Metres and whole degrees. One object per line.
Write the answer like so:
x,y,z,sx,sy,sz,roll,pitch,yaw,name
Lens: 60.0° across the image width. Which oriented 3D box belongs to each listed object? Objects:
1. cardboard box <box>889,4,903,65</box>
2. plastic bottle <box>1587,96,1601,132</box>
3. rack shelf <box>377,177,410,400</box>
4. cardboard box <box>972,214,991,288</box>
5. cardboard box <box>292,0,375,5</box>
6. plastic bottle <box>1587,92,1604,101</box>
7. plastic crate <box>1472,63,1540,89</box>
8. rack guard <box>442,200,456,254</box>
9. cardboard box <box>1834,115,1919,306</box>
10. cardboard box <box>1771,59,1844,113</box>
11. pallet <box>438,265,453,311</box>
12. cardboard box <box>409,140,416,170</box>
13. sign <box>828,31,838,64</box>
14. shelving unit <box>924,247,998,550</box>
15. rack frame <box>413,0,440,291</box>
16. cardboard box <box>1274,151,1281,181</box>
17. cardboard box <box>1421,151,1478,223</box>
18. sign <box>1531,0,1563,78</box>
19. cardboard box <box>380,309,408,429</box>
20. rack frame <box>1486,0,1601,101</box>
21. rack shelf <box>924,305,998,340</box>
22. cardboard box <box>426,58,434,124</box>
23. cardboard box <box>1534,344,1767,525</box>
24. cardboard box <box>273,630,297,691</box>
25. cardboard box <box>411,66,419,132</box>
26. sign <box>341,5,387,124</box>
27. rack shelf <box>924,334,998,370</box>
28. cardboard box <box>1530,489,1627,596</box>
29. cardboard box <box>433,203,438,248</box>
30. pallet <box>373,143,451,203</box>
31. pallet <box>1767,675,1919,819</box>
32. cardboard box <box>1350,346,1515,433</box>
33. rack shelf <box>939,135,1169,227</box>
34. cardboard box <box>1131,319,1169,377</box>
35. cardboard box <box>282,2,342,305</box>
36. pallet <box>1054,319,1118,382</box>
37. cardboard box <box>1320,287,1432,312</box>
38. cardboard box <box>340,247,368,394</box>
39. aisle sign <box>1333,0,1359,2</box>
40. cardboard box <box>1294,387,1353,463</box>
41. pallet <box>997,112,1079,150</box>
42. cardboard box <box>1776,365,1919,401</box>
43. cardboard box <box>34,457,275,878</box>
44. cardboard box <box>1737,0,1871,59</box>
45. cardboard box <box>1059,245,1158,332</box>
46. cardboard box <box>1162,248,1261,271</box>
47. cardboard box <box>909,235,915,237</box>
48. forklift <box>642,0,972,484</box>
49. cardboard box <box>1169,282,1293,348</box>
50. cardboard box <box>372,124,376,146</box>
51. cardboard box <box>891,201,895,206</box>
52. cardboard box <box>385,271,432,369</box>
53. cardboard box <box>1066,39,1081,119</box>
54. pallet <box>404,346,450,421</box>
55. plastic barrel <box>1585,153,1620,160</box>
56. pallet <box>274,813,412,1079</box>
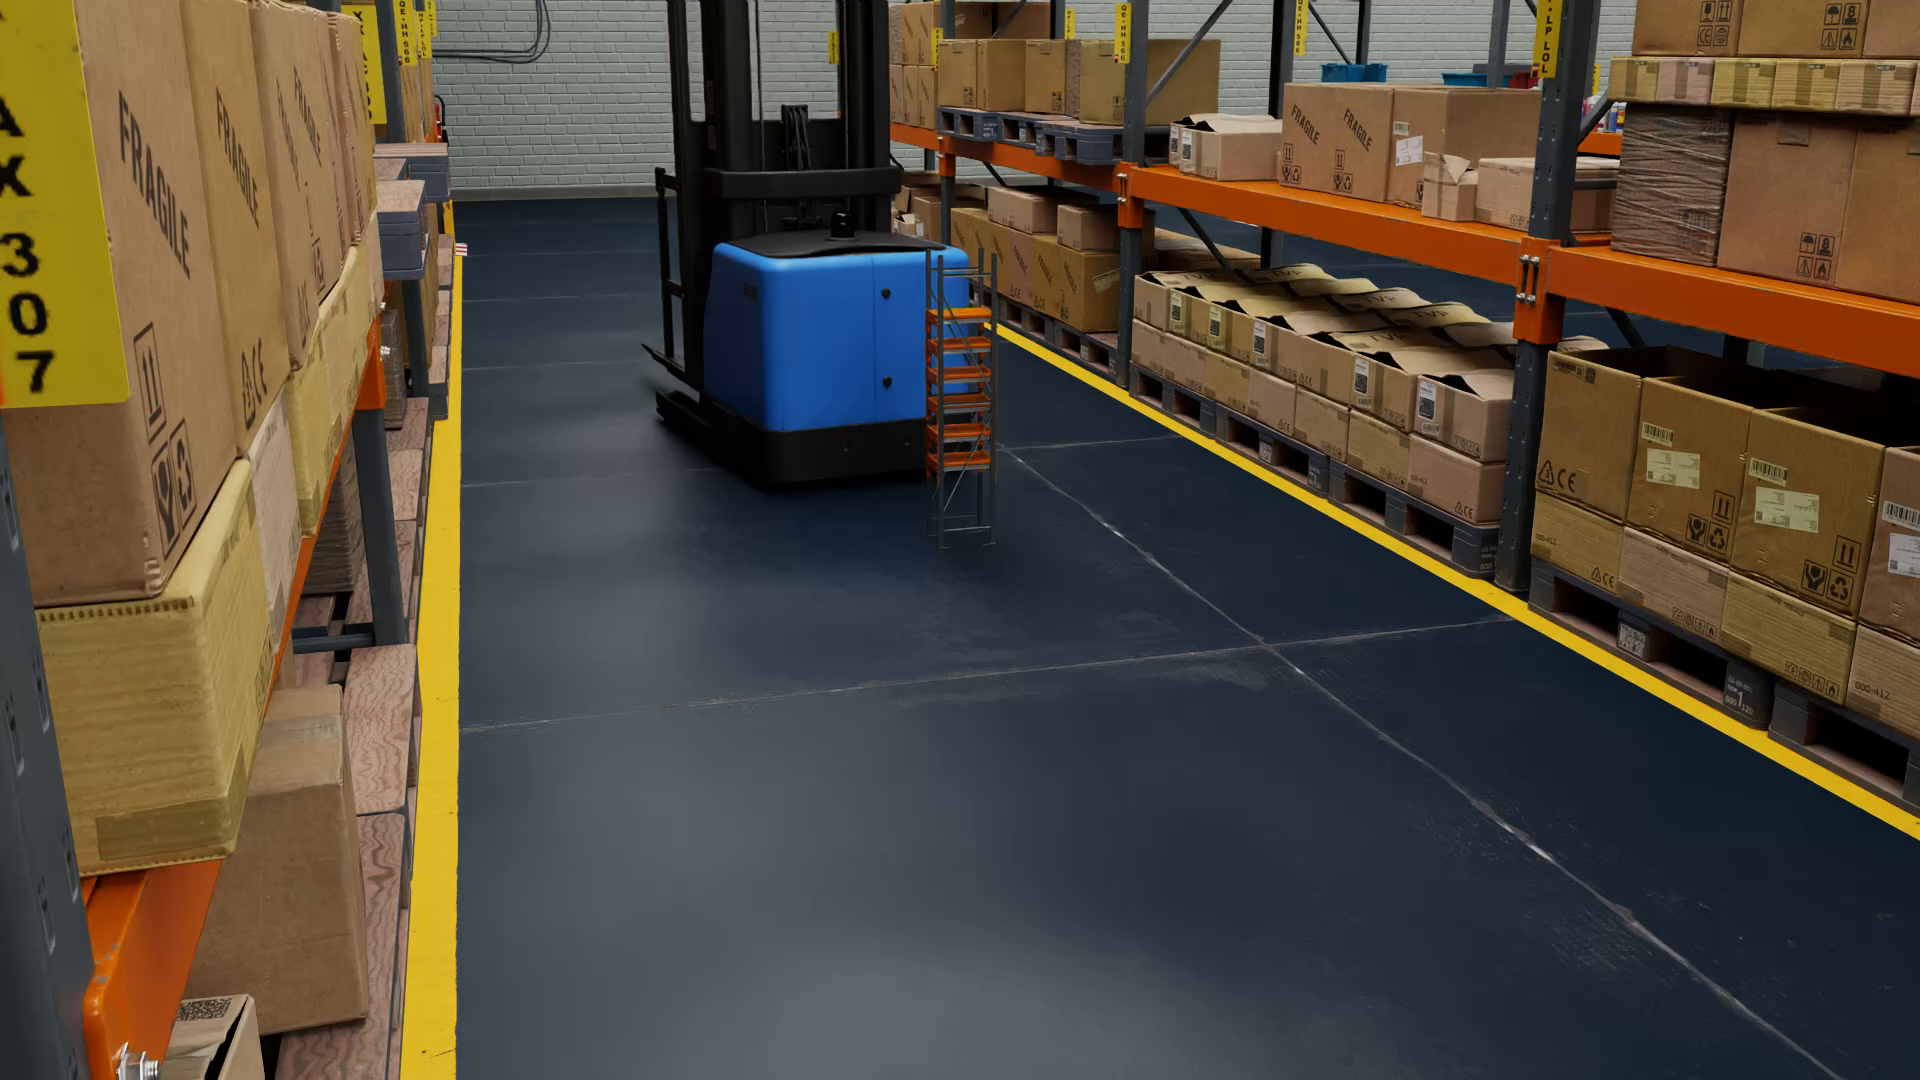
-0.327,-4.426,14.560,0.500,0.500,0.500,-5,17,-15,cardboard box
5.122,-3.416,13.324,0.152,0.276,0.135,-5,17,-15,plastic bottle
-2.770,-1.102,6.657,1.077,0.370,4.000,-5,17,-15,rack shelf
0.399,-2.212,12.684,0.500,0.500,0.500,-4,17,-14,cardboard box
-3.205,-2.713,8.739,0.500,0.250,0.500,-4,17,-14,cardboard box
5.525,-3.746,14.426,0.152,0.276,0.135,-5,17,-15,plastic bottle
5.102,-4.215,15.556,0.402,0.464,0.583,-5,17,-15,plastic crate
-5.525,-3.022,16.143,1.175,0.500,0.348,-5,17,-15,rack guard
2.954,-0.927,4.650,0.700,0.500,0.500,-4,17,-14,cardboard box
2.644,-1.342,4.903,0.380,0.149,0.250,-5,17,-16,cardboard box
-4.553,-1.987,13.200,1.003,0.211,1.213,-5,17,-15,pallet
-3.240,-2.149,9.293,0.380,0.149,0.250,-4,17,-14,cardboard box
-1.278,-4.977,16.801,0.100,0.325,0.005,-5,17,-15,sign
0.004,-0.571,6.766,0.258,1.200,0.189,-5,17,-15,shelving unit
-4.419,-3.106,12.078,1.000,3.000,0.127,-5,17,-15,rack frame
1.847,-1.924,8.579,0.380,0.149,0.250,-3,17,-11,cardboard box
2.123,-1.450,6.799,0.396,0.266,0.258,-5,17,-17,cardboard box
2.022,-1.757,5.712,0.100,0.325,0.005,-5,17,-15,sign
-3.072,-0.818,8.042,0.700,0.500,0.500,-4,17,-14,cardboard box
5.106,-3.889,14.686,1.000,3.000,0.127,-5,17,-15,rack frame
0.004,-0.873,6.675,0.258,0.103,0.180,-5,17,-15,rack shelf
-5.158,-4.015,14.584,0.980,0.700,0.700,-5,17,-16,cardboard box
2.368,-0.376,5.736,0.500,0.500,0.500,-5,17,-15,cardboard box
-1.897,0.377,4.062,0.500,0.500,0.500,-6,18,-19,cardboard box
-3.478,-2.637,9.791,0.500,0.500,0.500,-5,17,-16,cardboard box
-1.701,-1.353,4.737,0.100,0.325,0.005,-5,17,-15,sign
0.004,-0.758,6.710,0.258,0.103,0.180,-5,17,-15,rack shelf
2.377,-0.018,5.847,0.500,0.250,0.500,-5,17,-15,cardboard box
-5.092,-2.892,14.982,0.700,0.500,0.500,-5,17,-15,cardboard box
-3.022,-1.719,7.794,1.213,0.211,1.003,-5,17,-15,pallet
3.058,0.611,4.551,1.003,0.211,1.213,-5,17,-15,pallet
2.005,-0.671,7.048,0.500,0.311,0.500,-4,17,-14,cardboard box
0.892,-2.601,11.647,1.077,0.370,4.000,-5,17,-15,rack shelf
1.303,-1.108,9.478,0.500,0.250,0.500,-5,17,-15,cardboard box
-1.379,-0.662,2.865,0.500,0.500,0.500,-4,17,-14,cardboard box
1.273,-1.266,10.801,1.003,0.211,1.213,-5,17,-15,pallet
2.108,-1.137,8.597,0.500,0.311,0.500,-5,17,-16,cardboard box
-1.517,-0.447,3.454,0.500,0.250,0.500,-5,17,-16,cardboard box
4.269,-6.284,18.138,0.394,0.787,0.004,-5,17,-15,aisle sign
1.870,-0.543,7.597,0.500,0.250,0.500,-4,17,-14,cardboard box
0.903,-2.838,11.519,1.003,0.211,1.213,-5,17,-15,pallet
3.005,-0.279,5.413,0.500,0.500,0.500,-5,17,-15,cardboard box
-0.950,0.115,1.580,0.500,0.250,0.500,-5,17,-17,cardboard box
2.809,-1.693,4.946,0.700,0.500,0.500,-5,17,-15,cardboard box
0.959,-1.646,10.798,0.500,0.500,0.500,-4,17,-13,cardboard box
1.592,-1.554,10.493,0.500,0.500,0.500,-4,17,-13,cardboard box
-0.247,-2.578,14.512,0.380,0.149,0.250,-5,17,-15,cardboard box
-1.012,-2.043,8.657,1.130,2.935,3.031,-7,18,-23,forklift
1.456,-1.232,8.915,0.500,0.311,0.500,-5,17,-17,cardboard box
-3.181,-2.129,7.887,0.700,0.500,0.500,-7,18,-22,cardboard box
-0.743,-3.188,16.365,0.500,0.250,0.500,-5,17,-15,cardboard box
-3.396,-1.385,9.355,0.750,0.750,0.750,-5,17,-16,cardboard box
1.093,-3.075,11.070,0.700,0.500,0.500,-1,17,-5,cardboard box
-3.464,-0.888,9.542,1.003,0.211,1.213,-5,17,-15,pallet
5.434,-2.738,13.770,0.600,0.901,0.708,-5,17,-15,plastic barrel
-1.663,0.963,3.378,1.003,0.211,1.213,-5,17,-15,pallet
